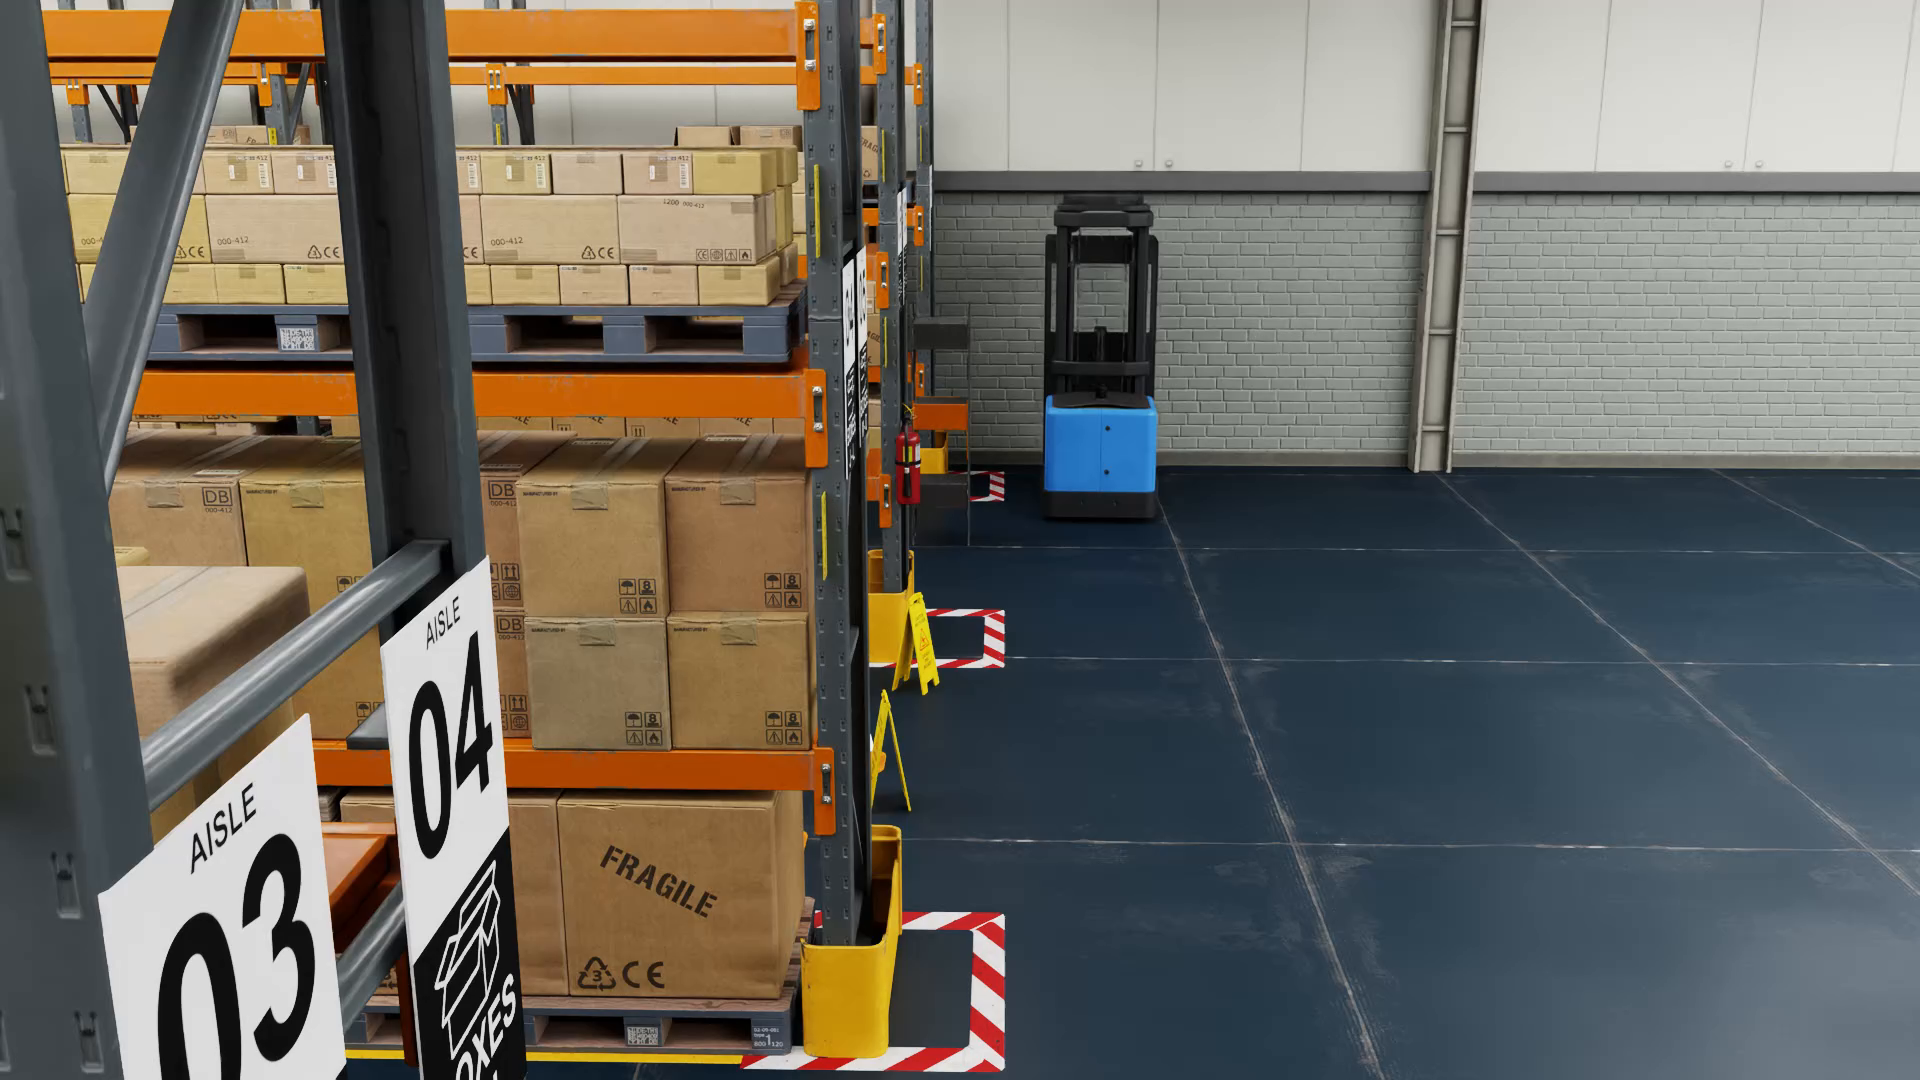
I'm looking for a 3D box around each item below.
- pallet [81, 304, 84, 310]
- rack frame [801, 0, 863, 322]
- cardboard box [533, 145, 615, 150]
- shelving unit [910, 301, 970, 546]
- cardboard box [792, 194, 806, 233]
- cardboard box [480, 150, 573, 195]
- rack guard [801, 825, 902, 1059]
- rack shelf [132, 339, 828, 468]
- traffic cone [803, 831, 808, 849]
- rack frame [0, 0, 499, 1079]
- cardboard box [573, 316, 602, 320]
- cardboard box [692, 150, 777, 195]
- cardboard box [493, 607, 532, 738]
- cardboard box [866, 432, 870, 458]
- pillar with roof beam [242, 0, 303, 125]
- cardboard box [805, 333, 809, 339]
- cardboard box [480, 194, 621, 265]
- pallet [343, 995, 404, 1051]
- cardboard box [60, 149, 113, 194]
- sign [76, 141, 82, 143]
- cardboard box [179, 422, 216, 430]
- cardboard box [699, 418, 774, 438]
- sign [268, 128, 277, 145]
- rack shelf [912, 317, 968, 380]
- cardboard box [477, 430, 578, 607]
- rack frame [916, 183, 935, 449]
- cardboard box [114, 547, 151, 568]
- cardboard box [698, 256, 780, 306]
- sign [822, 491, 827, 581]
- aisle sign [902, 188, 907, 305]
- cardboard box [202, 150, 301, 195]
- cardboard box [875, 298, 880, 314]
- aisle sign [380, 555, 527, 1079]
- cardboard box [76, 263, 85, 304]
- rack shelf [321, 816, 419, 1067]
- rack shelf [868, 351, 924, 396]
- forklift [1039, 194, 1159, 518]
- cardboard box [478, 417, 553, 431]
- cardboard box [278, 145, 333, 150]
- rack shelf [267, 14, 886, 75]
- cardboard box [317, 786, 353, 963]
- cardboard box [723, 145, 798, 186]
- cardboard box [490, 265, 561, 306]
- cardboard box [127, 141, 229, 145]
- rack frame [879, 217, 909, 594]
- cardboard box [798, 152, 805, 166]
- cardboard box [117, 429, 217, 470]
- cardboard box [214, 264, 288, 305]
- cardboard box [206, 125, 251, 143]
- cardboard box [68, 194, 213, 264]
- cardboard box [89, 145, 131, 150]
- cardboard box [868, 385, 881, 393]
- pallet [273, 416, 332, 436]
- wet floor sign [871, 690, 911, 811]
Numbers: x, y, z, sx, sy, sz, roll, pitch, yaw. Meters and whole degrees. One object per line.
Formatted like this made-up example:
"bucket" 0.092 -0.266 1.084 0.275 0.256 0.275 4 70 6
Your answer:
"pallet" -3.665 -0.905 6.685 1.213 0.211 1.003 0 15 1
"rack frame" -0.484 -2.380 6.222 0.127 3.000 1.000 0 15 1
"cardboard box" -1.569 -1.534 6.805 0.250 0.149 0.380 1 15 2
"shelving unit" -0.165 -1.016 14.576 0.503 2.100 0.431 0 15 1
"cardboard box" -0.977 -2.199 11.126 0.500 0.250 0.500 0 15 1
"cardboard box" -1.594 -1.366 6.168 0.250 0.149 0.380 1 15 2
"rack guard" -0.460 1.729 7.306 0.348 0.500 1.175 0 15 1
"rack shelf" -2.484 -0.595 6.746 4.000 0.370 1.077 0 15 1
"traffic cone" -0.979 1.381 8.697 0.334 0.463 0.336 0 15 1
"rack frame" -0.712 -1.116 1.431 0.127 3.000 1.000 0 15 1
"cardboard box" -2.489 -1.387 11.478 0.500 0.500 0.700 0 15 1
"cardboard box" -0.830 -1.361 6.149 0.250 0.149 0.380 1 15 2
"cardboard box" -1.963 0.423 7.062 0.550 0.550 0.875 0 15 1
"cardboard box" -0.793 -0.676 12.015 0.250 0.149 0.380 0 15 2
"pillar with roof beam" -7.117 -4.085 12.683 0.400 9.000 9.100 0 15 1
"cardboard box" -0.975 -1.366 11.398 0.500 0.500 0.700 0 15 0
"cardboard box" -1.481 -1.188 6.275 0.500 0.250 0.500 0 15 2
"pallet" -2.502 1.875 7.320 1.213 0.211 1.003 0 15 1
"cardboard box" -3.366 -1.378 6.212 0.250 0.149 0.380 0 15 1
"sign" -8.349 -3.623 15.797 0.005 0.325 0.100 0 15 1
"cardboard box" -5.242 -0.789 11.622 0.250 0.149 0.380 0 15 0
"cardboard box" -1.509 -0.873 11.488 0.500 0.500 0.500 0 15 2
"sign" -4.468 -2.518 10.838 0.005 0.325 0.100 0 15 1
"rack shelf" -0.165 -1.680 14.401 0.480 0.518 0.431 0 15 1
"cardboard box" -1.963 -0.105 6.947 0.550 0.550 0.875 0 15 1
"rack frame" -0.336 -2.009 16.573 0.127 3.000 1.000 0 15 1
"cardboard box" -1.238 0.127 2.112 0.250 0.149 0.380 1 15 3
"cardboard box" -0.825 -0.976 6.251 0.250 0.149 0.380 0 15 1
"sign" -0.512 -0.016 6.286 0.005 0.325 0.100 0 15 1
"aisle sign" -0.389 -2.078 11.741 0.004 0.787 0.394 0 15 1
"cardboard box" -2.607 -1.373 6.193 0.250 0.149 0.380 0 15 1
"cardboard box" -0.690 -2.301 16.215 0.250 0.149 0.380 1 15 2
"aisle sign" -0.642 0.452 2.153 0.004 0.787 0.394 0 15 1
"cardboard box" -3.369 -0.992 6.313 0.250 0.149 0.380 0 15 1
"rack shelf" -2.711 0.669 1.954 4.000 0.370 1.077 0 15 1
"rack shelf" -2.335 -1.674 16.714 4.000 0.370 1.077 0 15 1
"forklift" 1.375 -1.941 16.450 1.130 2.935 3.031 1 15 3
"cardboard box" -3.021 -0.883 11.528 0.500 0.500 0.500 0 15 1
"cardboard box" -2.591 -1.541 6.830 0.250 0.149 0.380 1 15 2
"rack shelf" -2.458 -3.307 11.151 4.000 0.370 1.077 0 15 1
"cardboard box" -2.955 1.345 7.202 0.875 0.875 0.875 0 15 2
"cardboard box" -0.810 -1.529 6.785 0.250 0.149 0.380 1 15 2
"cardboard box" -1.587 -0.981 6.271 0.250 0.149 0.380 1 15 2
"cardboard box" -5.530 -2.698 11.797 0.500 0.250 0.500 0 15 0
"rack frame" -0.459 -0.743 11.775 0.127 3.000 1.000 0 15 1
"cardboard box" -1.426 -3.575 15.874 0.258 0.266 0.396 0 15 2
"cardboard box" -3.562 -0.115 6.986 0.550 0.550 0.875 0 15 1
"cardboard box" -2.607 -0.987 6.294 0.250 0.149 0.380 1 15 2
"cardboard box" -7.108 -3.766 16.139 0.500 0.500 0.700 0 15 0
"cardboard box" -2.993 -1.198 6.313 0.500 0.250 0.500 0 15 1
"cardboard box" -3.356 -1.545 6.847 0.250 0.149 0.380 1 15 2
"cardboard box" -0.812 -1.417 16.937 0.500 0.250 0.500 0 15 1
"pallet" -5.218 -0.718 12.058 1.213 0.211 1.003 0 15 1
"wet floor sign" -0.405 1.154 9.201 0.232 0.644 0.267 -2 15 -8
